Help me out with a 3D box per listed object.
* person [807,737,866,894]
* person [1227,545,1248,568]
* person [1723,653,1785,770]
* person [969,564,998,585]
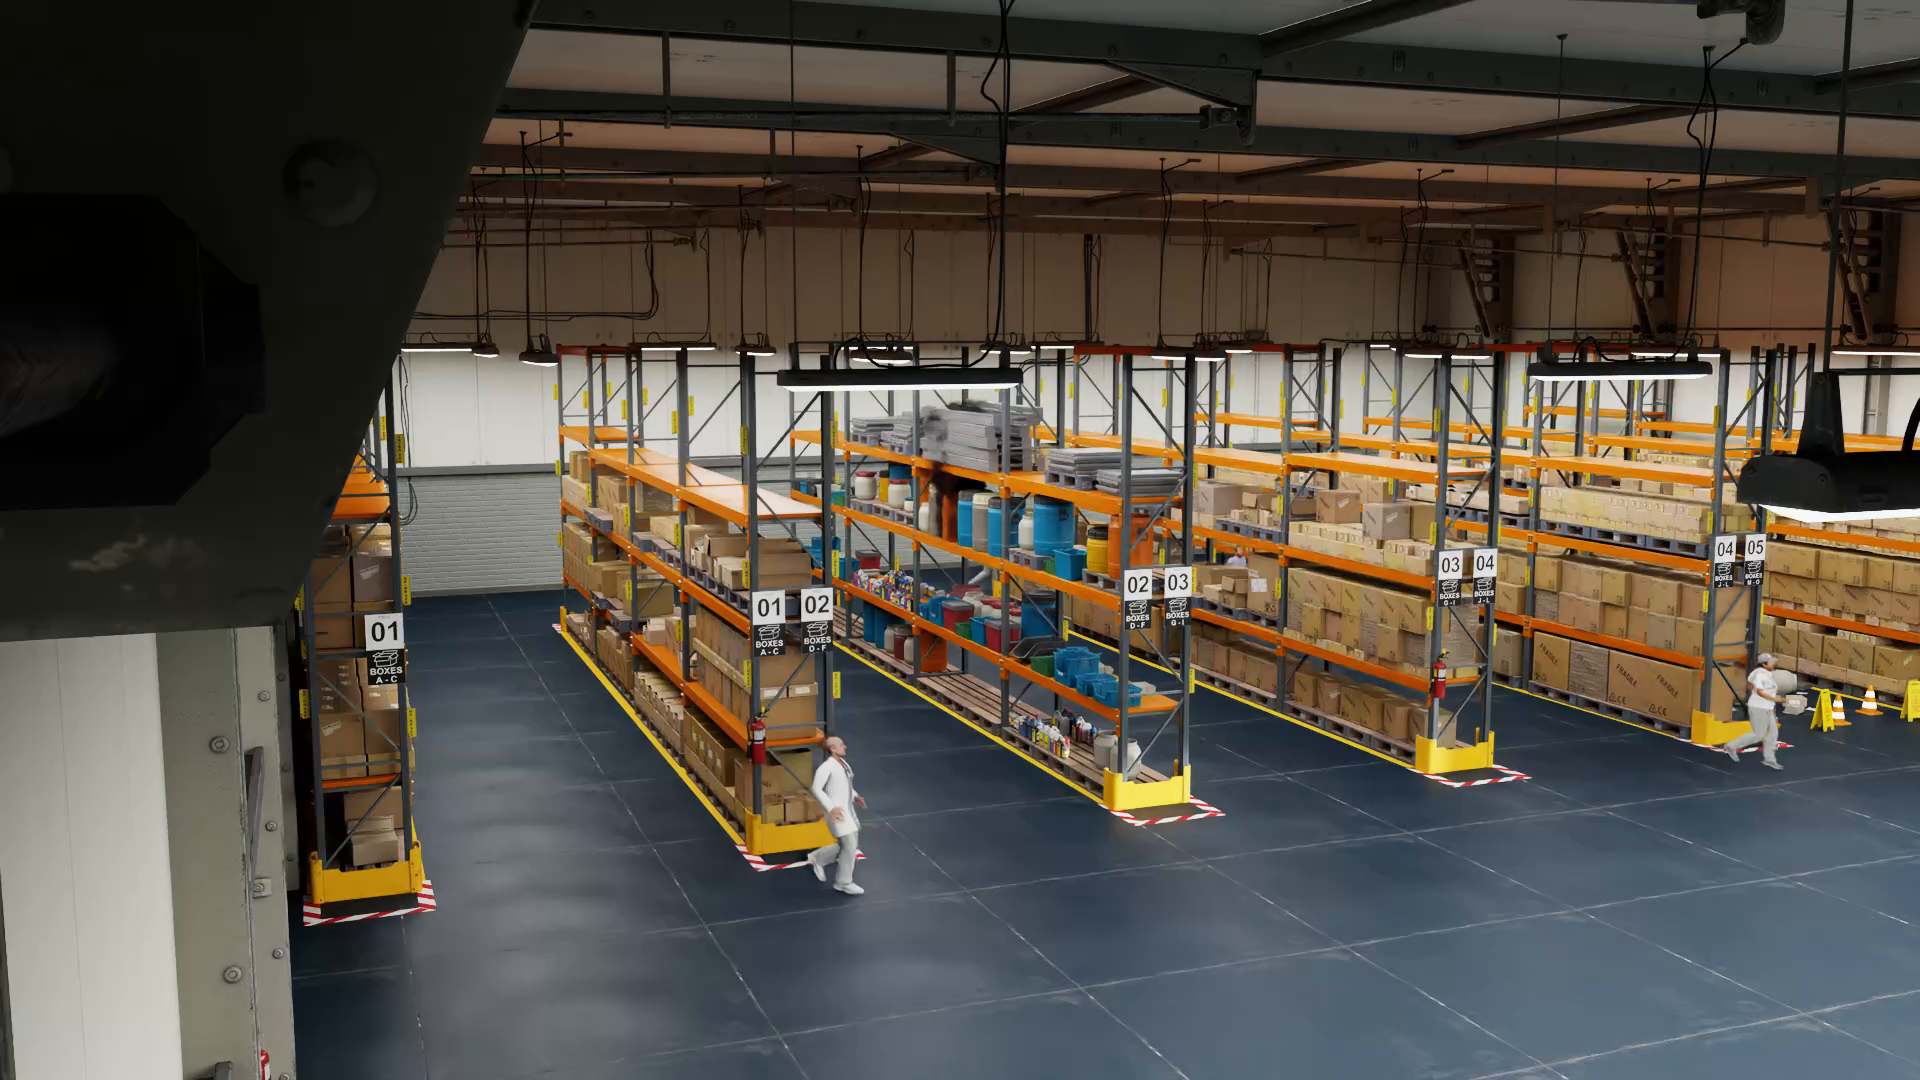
[{"bbox_3d":[-1.391,3.103,18.849,0.716,1.752,0.775,2,8,17],"label":"person"},{"bbox_3d":[6.053,0.949,36.173,0.593,1.662,0.686,-2,8,-19],"label":"person"},{"bbox_3d":[11.564,2.466,24.132,0.822,1.677,0.625,4,8,26],"label":"person"},{"bbox_3d":[0.681,0.401,39.926,0.928,1.790,0.691,-1,7,-7],"label":"person"}]
